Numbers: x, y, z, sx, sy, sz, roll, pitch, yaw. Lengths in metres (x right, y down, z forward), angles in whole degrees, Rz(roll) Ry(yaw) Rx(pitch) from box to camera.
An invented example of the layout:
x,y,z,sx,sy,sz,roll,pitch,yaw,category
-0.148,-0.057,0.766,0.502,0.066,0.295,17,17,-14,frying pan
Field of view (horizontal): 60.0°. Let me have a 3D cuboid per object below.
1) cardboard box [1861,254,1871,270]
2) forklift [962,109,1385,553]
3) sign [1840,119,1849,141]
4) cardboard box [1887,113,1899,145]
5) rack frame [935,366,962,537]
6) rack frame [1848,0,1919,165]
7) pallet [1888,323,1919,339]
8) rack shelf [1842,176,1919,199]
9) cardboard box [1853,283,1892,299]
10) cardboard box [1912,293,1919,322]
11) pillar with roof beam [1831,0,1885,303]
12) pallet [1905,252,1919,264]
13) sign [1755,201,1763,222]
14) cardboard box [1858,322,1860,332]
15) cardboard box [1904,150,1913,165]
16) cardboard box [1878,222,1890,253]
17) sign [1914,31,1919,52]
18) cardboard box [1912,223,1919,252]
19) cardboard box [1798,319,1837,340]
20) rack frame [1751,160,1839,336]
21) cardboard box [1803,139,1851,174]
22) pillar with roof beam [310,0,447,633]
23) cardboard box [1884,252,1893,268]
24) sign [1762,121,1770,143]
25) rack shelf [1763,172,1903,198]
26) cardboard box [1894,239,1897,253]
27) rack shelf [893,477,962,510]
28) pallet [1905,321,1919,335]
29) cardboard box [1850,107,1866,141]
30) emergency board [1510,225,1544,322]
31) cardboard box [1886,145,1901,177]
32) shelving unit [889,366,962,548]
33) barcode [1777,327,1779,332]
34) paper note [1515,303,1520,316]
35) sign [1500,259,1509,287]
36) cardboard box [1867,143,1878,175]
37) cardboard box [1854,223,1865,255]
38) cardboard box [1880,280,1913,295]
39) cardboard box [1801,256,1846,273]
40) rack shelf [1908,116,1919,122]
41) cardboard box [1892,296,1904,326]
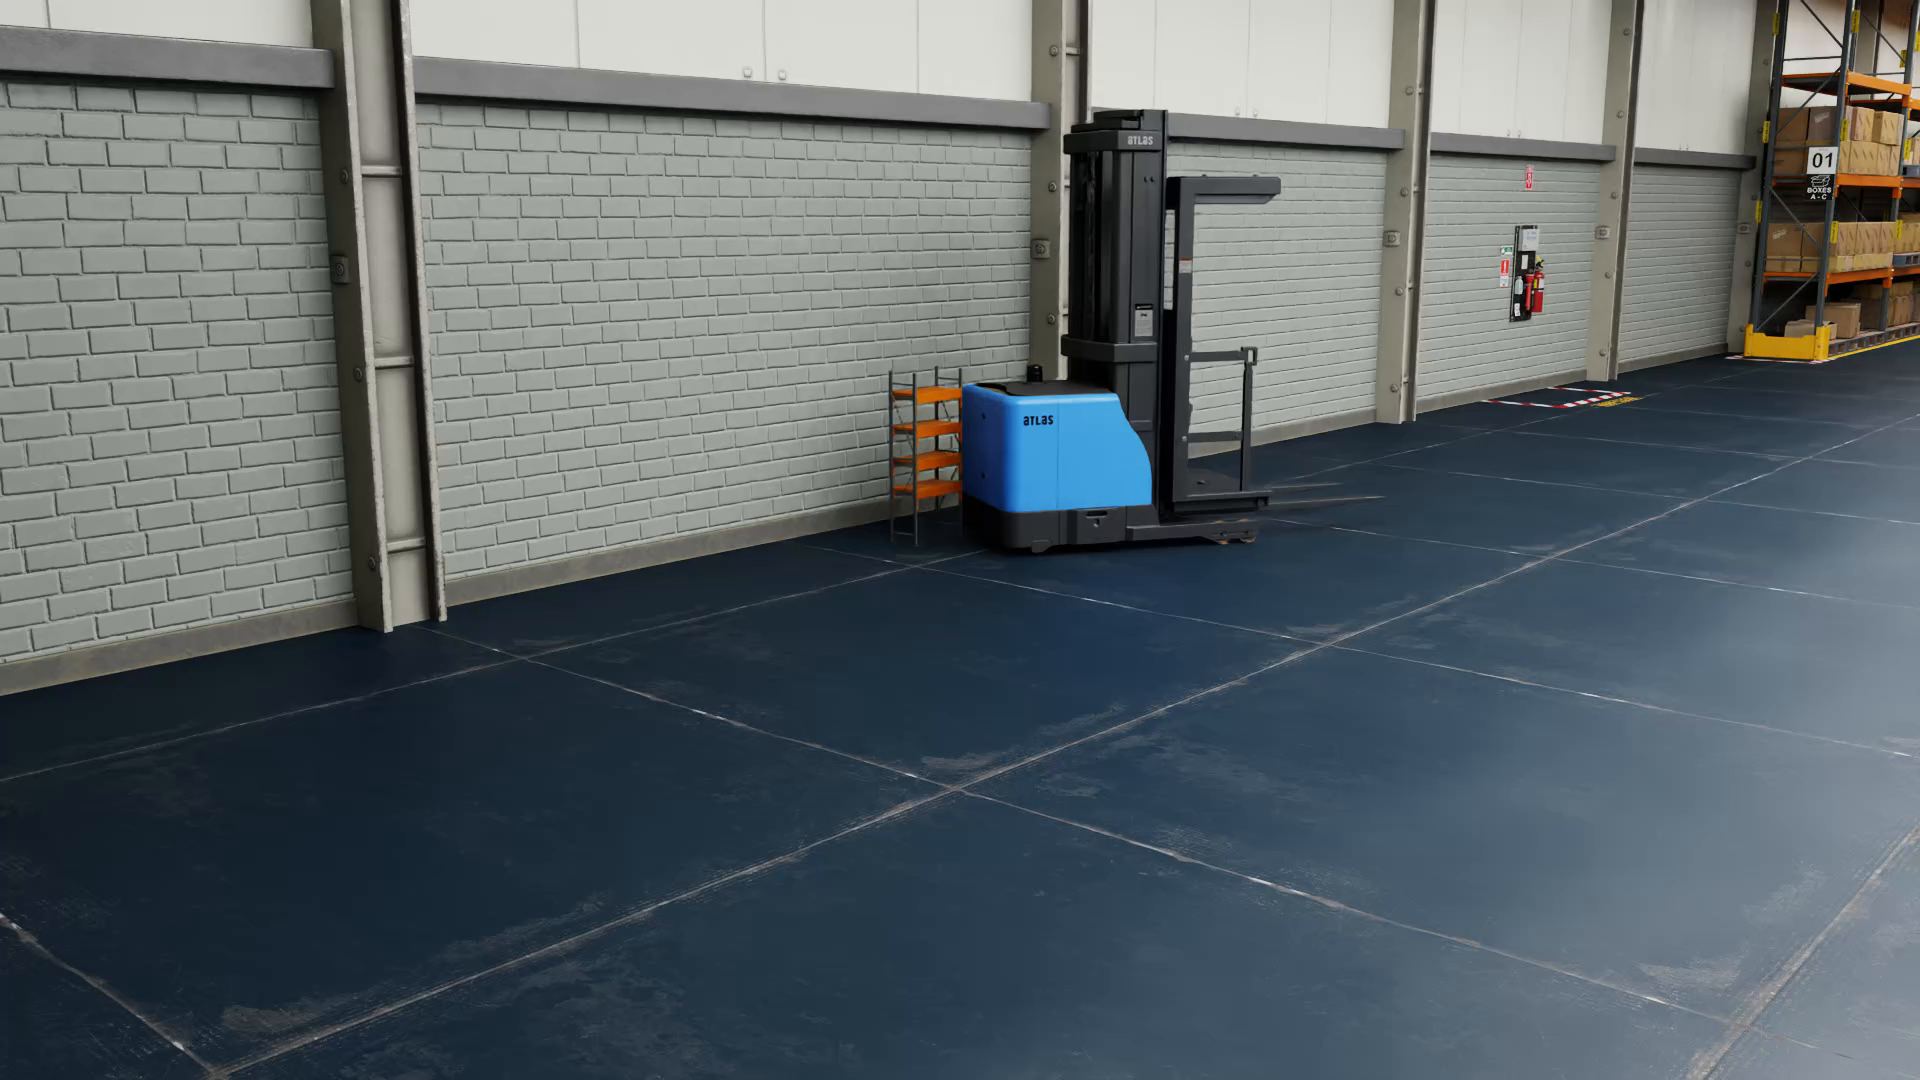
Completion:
x,y,z,sx,sy,sz,roll,pitch,yaw,category
14.444,-4.519,27.010,0.500,0.250,0.500,10,15,41,cardboard box
1.570,-1.499,11.736,3.031,2.935,1.130,-4,12,-18,forklift
13.282,-6.155,24.979,0.100,0.325,0.005,10,15,40,sign
15.032,-6.743,27.295,0.500,0.500,0.500,11,16,43,cardboard box
-0.081,-0.625,11.776,0.240,1.200,0.015,9,14,38,rack frame
15.515,-7.856,28.069,1.000,3.000,0.127,10,15,40,rack frame
16.833,-3.842,30.407,1.003,0.211,1.213,10,15,40,pallet
16.835,-6.327,29.906,1.077,0.370,4.000,10,15,40,rack shelf
16.277,-4.447,29.664,0.500,0.250,0.500,9,15,39,cardboard box
17.720,-4.380,31.240,0.700,0.500,0.500,10,15,41,cardboard box
19.882,-7.808,27.831,9.100,9.000,0.548,10,15,40,pillar with roof beam
16.880,-5.112,30.137,1.003,0.211,1.213,10,15,40,pallet
12.471,-5.123,25.939,0.100,0.325,0.005,10,15,40,sign
15.185,-3.658,28.477,0.380,0.166,0.250,7,14,33,cardboard box
16.343,-6.708,29.135,0.500,0.311,0.500,10,15,42,cardboard box
15.110,-5.034,27.676,0.500,0.500,0.500,10,15,40,cardboard box
15.911,-8.280,27.605,0.100,0.325,0.005,10,15,40,sign
17.047,-5.511,30.265,0.700,0.500,0.500,10,15,40,cardboard box
13.775,-3.397,26.801,0.500,0.311,0.500,-11,15,-43,cardboard box
12.875,-4.326,25.710,1.000,3.000,0.127,10,15,40,rack frame
13.283,-5.872,25.489,0.500,0.500,0.500,10,15,42,cardboard box
0.078,-3.395,5.732,9.100,9.000,0.400,10,15,40,pillar with roof beam
15.430,-4.741,28.124,0.500,0.250,0.500,10,15,40,cardboard box
12.471,-6.305,25.703,0.100,0.325,0.005,10,15,40,sign
14.195,-5.738,26.960,1.077,0.370,4.000,10,15,40,rack shelf
15.877,-5.249,28.956,0.700,0.500,0.500,10,15,41,cardboard box
-0.236,-0.327,11.643,0.258,0.148,0.480,9,14,38,rack shelf
17.639,-4.020,31.301,1.003,0.211,1.213,10,15,40,pallet
13.681,-6.438,25.770,0.500,0.500,0.500,10,15,40,cardboard box
7.067,-3.299,20.570,0.194,1.169,0.643,10,15,40,emergency board
15.366,-6.337,27.817,0.500,0.500,0.500,10,15,42,cardboard box
-0.236,-0.588,11.591,0.258,1.200,0.503,9,14,38,shelving unit
13.111,-3.372,26.653,0.001,0.075,0.075,10,15,40,barcode
6.898,-2.850,20.571,0.016,0.148,0.142,10,15,40,paper note
6.624,-3.248,20.226,0.001,0.329,0.234,10,15,40,sign
14.342,-6.105,26.655,0.500,0.500,0.500,11,16,44,cardboard box
14.095,-4.808,26.540,0.500,0.500,0.500,9,14,39,cardboard box
17.296,-4.672,30.788,0.500,0.250,0.500,10,15,41,cardboard box
13.435,-4.293,25.876,0.500,0.250,0.500,9,15,39,cardboard box
19.476,-8.190,32.598,1.077,0.370,4.000,10,15,40,rack shelf
16.659,-4.167,30.174,0.700,0.500,0.500,10,15,41,cardboard box
